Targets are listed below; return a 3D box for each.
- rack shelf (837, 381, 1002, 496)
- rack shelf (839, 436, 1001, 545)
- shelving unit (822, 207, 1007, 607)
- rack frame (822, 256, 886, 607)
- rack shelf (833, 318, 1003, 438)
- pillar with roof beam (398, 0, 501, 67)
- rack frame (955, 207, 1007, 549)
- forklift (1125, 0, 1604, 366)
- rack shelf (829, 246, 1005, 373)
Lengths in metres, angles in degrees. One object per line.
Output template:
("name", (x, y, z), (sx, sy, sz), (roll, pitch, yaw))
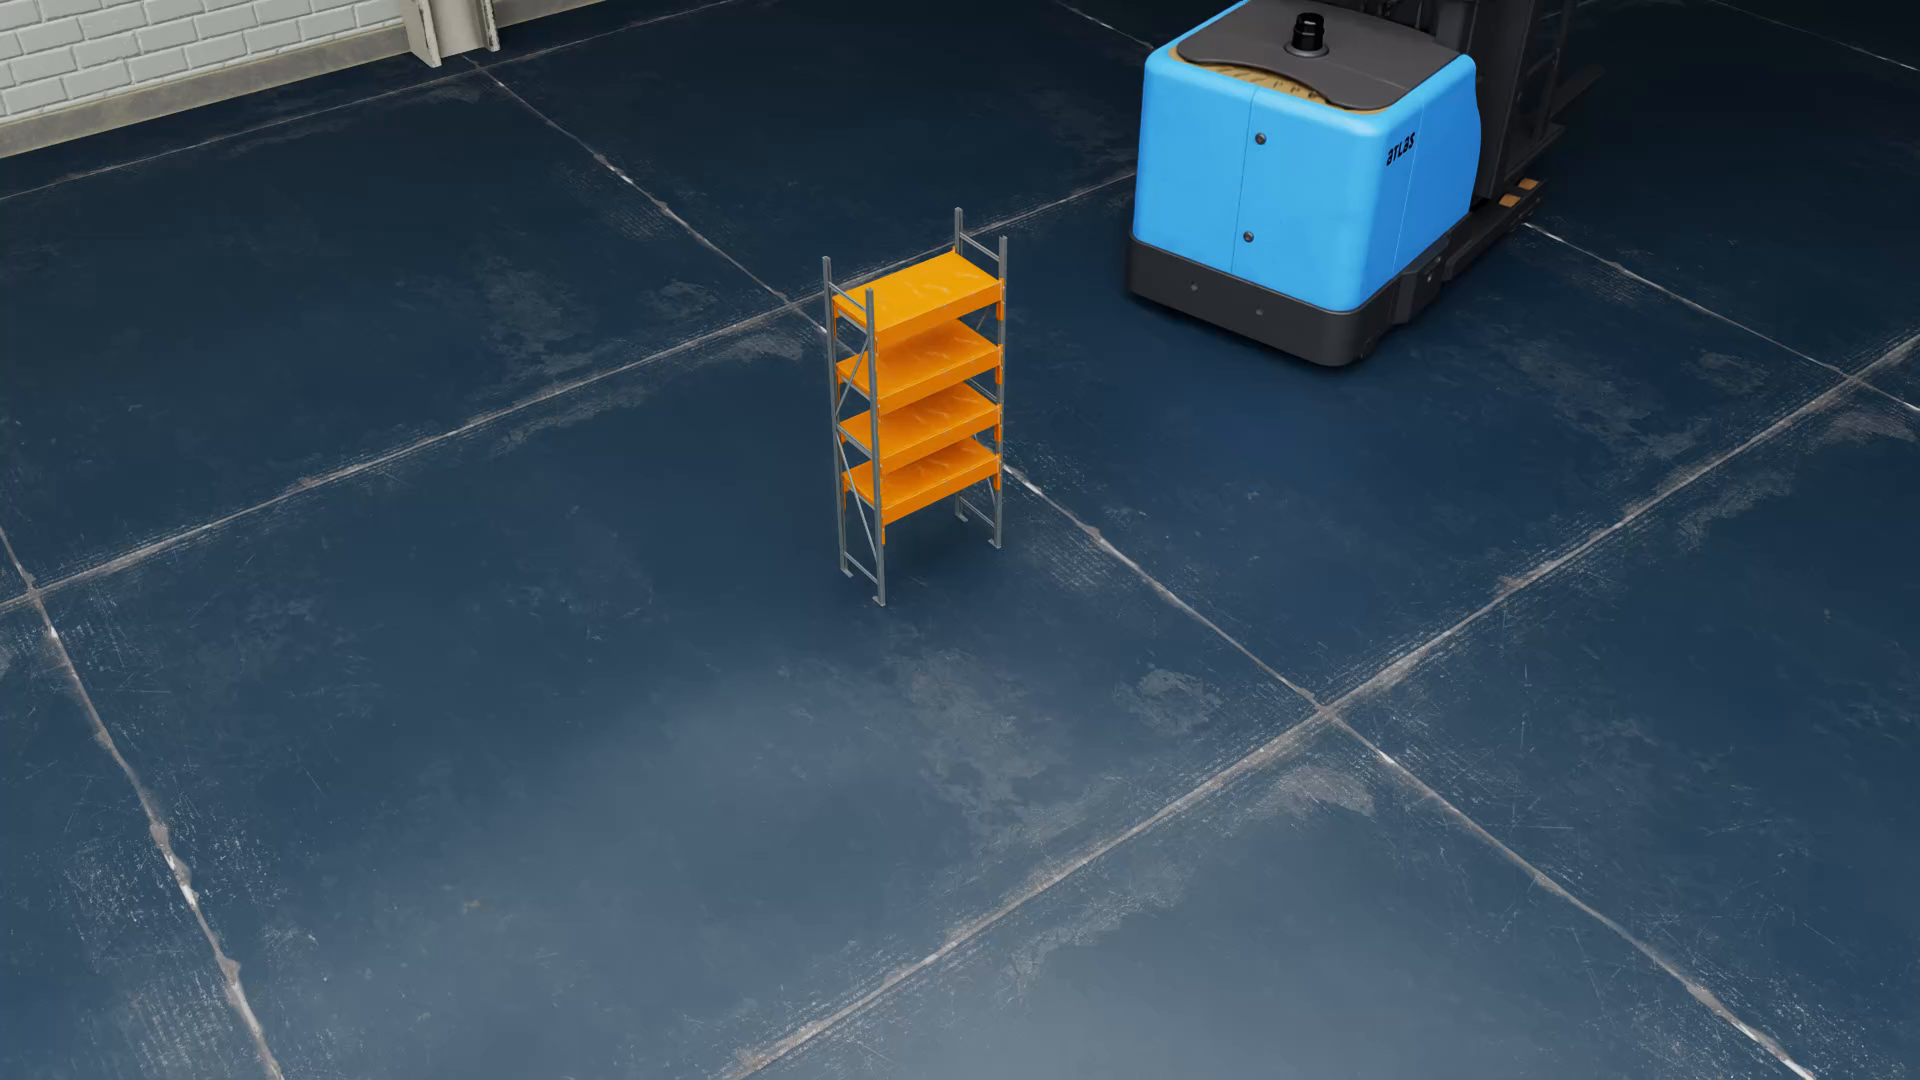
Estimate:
("rack shelf", (-0.131, -0.348, 5.334), (0.480, 0.148, 0.258), (-26, 46, -28))
("rack shelf", (-0.131, -0.194, 5.460), (0.480, 0.148, 0.258), (-26, 46, -28))
("shelving unit", (-0.131, -0.400, 5.291), (0.503, 1.200, 0.258), (-26, 46, -28))
("rack frame", (-0.325, -0.306, 5.176), (0.015, 1.200, 0.240), (-26, 46, -28))
("rack shelf", (-0.131, -0.521, 5.192), (0.480, 0.148, 0.258), (-26, 46, -28))
("pillar with roof beam", (-0.105, -3.966, 3.489), (0.400, 9.000, 9.100), (-26, 46, -28))
("rack frame", (0.062, -0.494, 5.406), (0.015, 1.200, 0.240), (-26, 46, -28))
("forklift", (1.997, -2.683, 6.709), (1.130, 2.935, 3.031), (27, 46, 29))
("rack shelf", (-0.131, -0.704, 5.042), (0.480, 0.148, 0.258), (-26, 46, -28))
